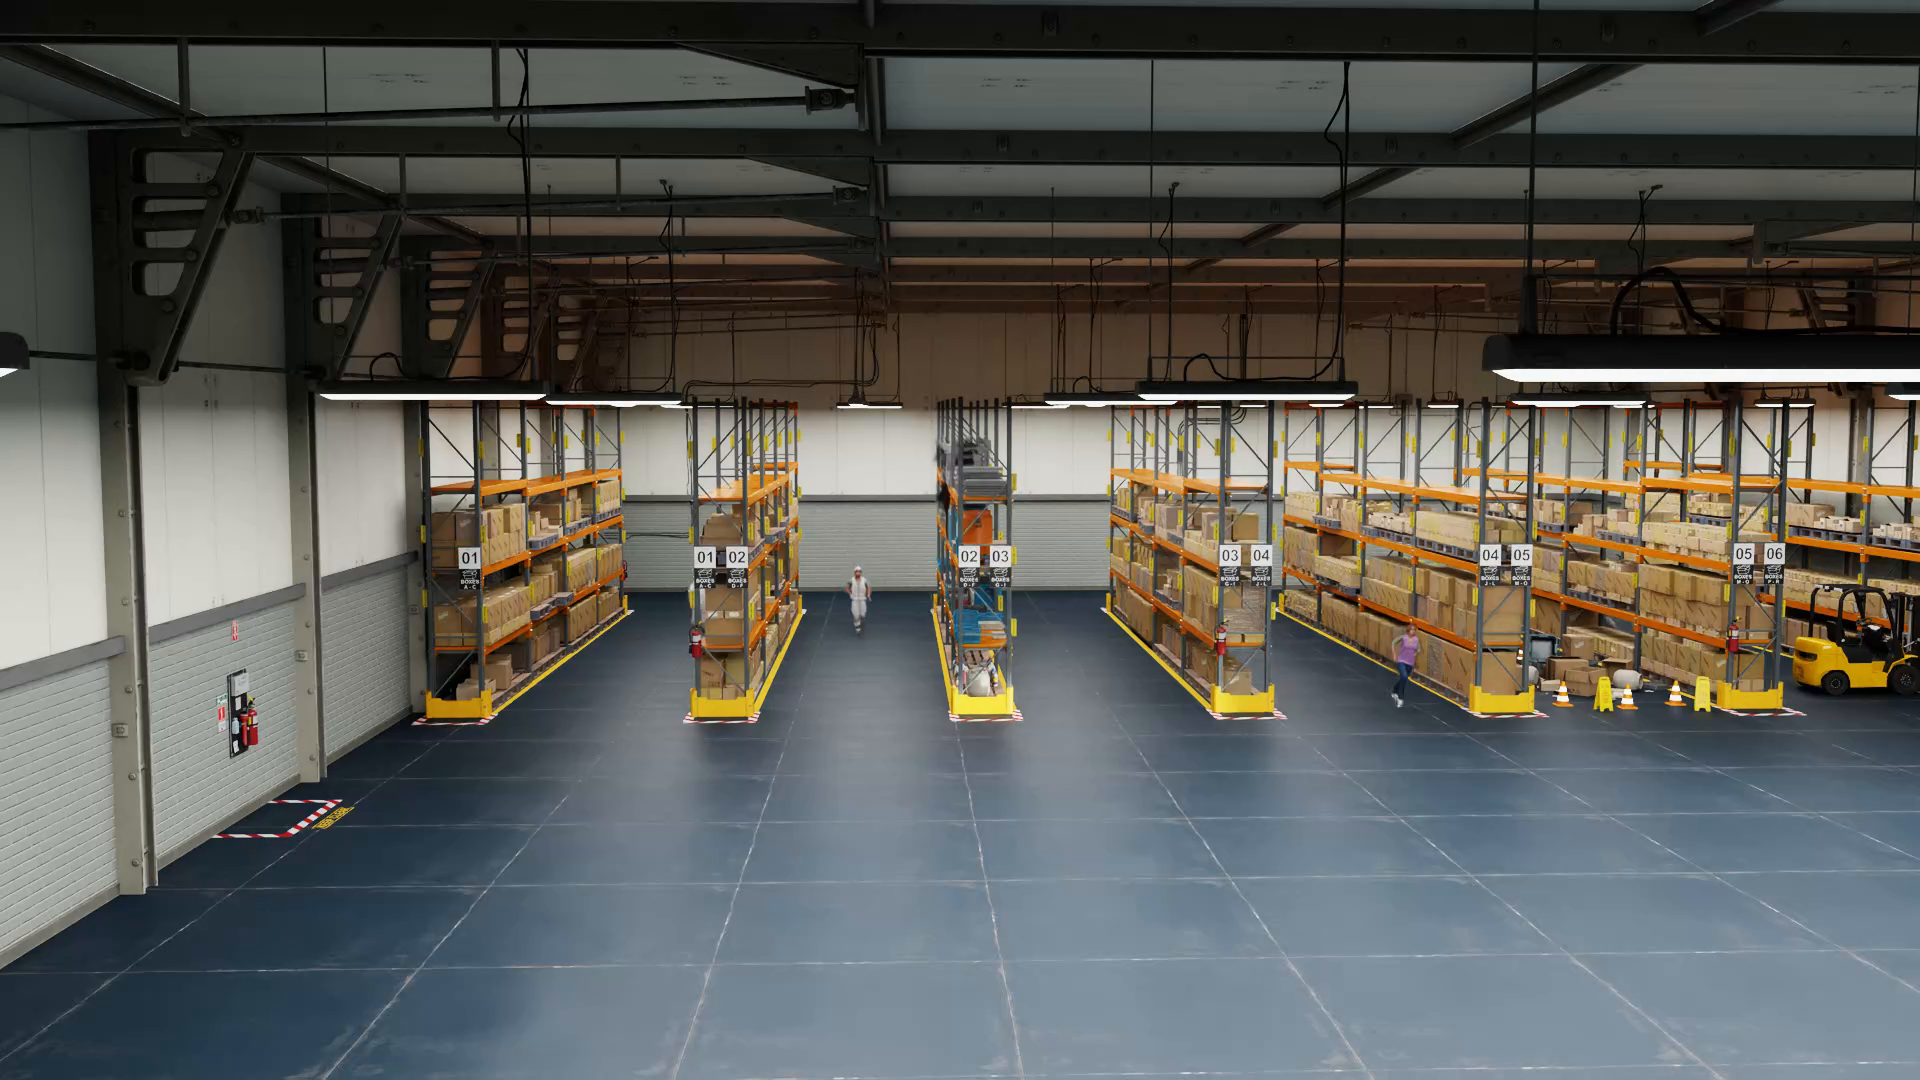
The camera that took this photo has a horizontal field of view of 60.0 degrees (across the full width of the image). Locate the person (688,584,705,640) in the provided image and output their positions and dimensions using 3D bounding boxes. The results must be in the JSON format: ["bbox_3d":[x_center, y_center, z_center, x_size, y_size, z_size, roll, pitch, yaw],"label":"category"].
[{"bbox_3d":[-6.429,1.664,41.196,0.710,1.757,0.563,0,4,2],"label":"person"}]

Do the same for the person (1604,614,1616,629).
[{"bbox_3d":[16.539,1.583,42.336,0.669,1.744,0.860,-1,4,-9],"label":"person"}]

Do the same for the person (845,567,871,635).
[{"bbox_3d":[-2.620,1.557,42.772,0.657,1.742,0.602,-1,4,-9],"label":"person"}]

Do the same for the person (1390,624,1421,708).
[{"bbox_3d":[8.686,2.427,32.503,0.520,1.602,0.766,-1,4,-11],"label":"person"}]
